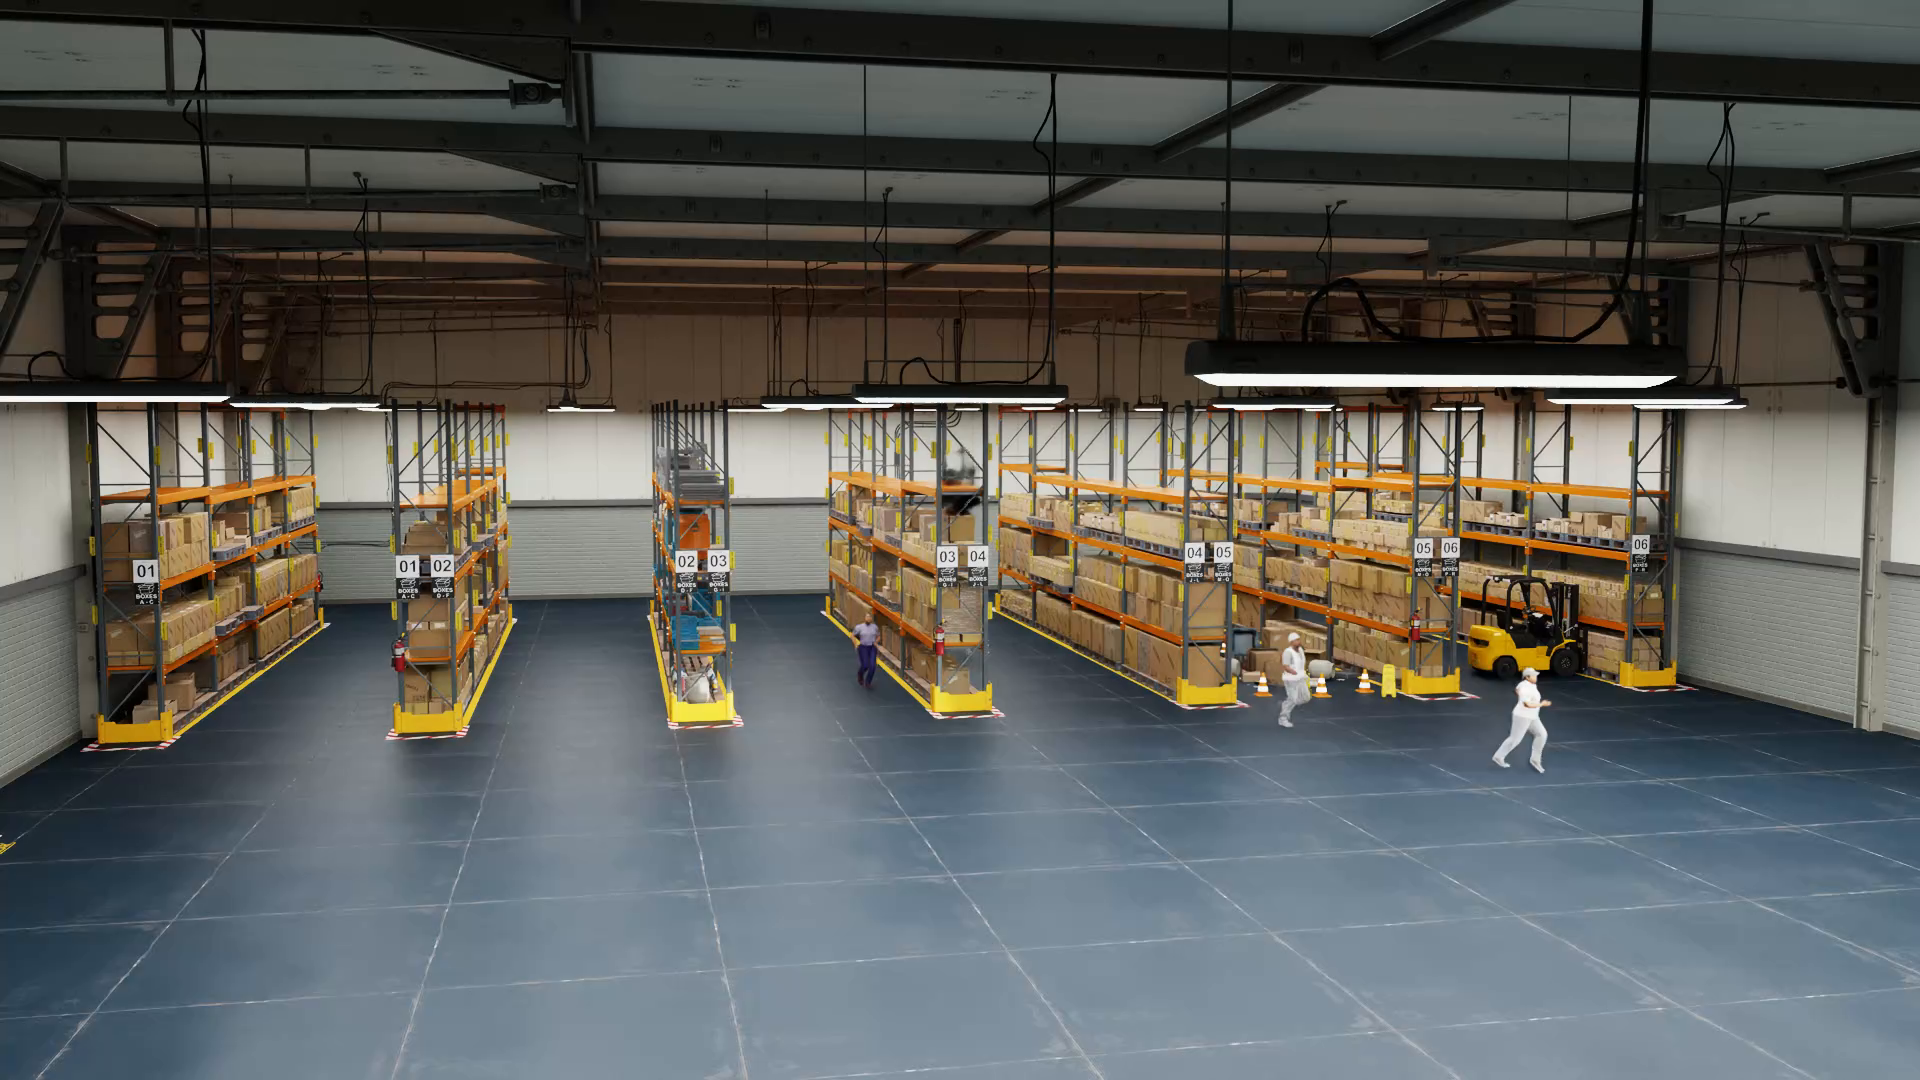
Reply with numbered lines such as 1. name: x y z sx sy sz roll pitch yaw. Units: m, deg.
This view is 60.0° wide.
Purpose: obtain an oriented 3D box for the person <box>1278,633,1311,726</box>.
1. person: 6.172 2.559 30.497 0.653 1.735 0.717 4 6 42

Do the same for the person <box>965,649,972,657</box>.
1. person: 0.297 1.892 39.417 0.661 1.825 0.749 -1 4 -12

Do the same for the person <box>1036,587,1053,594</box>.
1. person: 2.504 1.090 50.215 0.789 1.786 0.630 -1 4 -8

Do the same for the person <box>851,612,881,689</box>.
1. person: -1.918 2.311 34.651 0.606 1.606 0.537 -1 5 -19

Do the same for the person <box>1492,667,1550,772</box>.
1. person: 9.059 2.887 26.743 0.876 1.711 0.609 3 5 32
